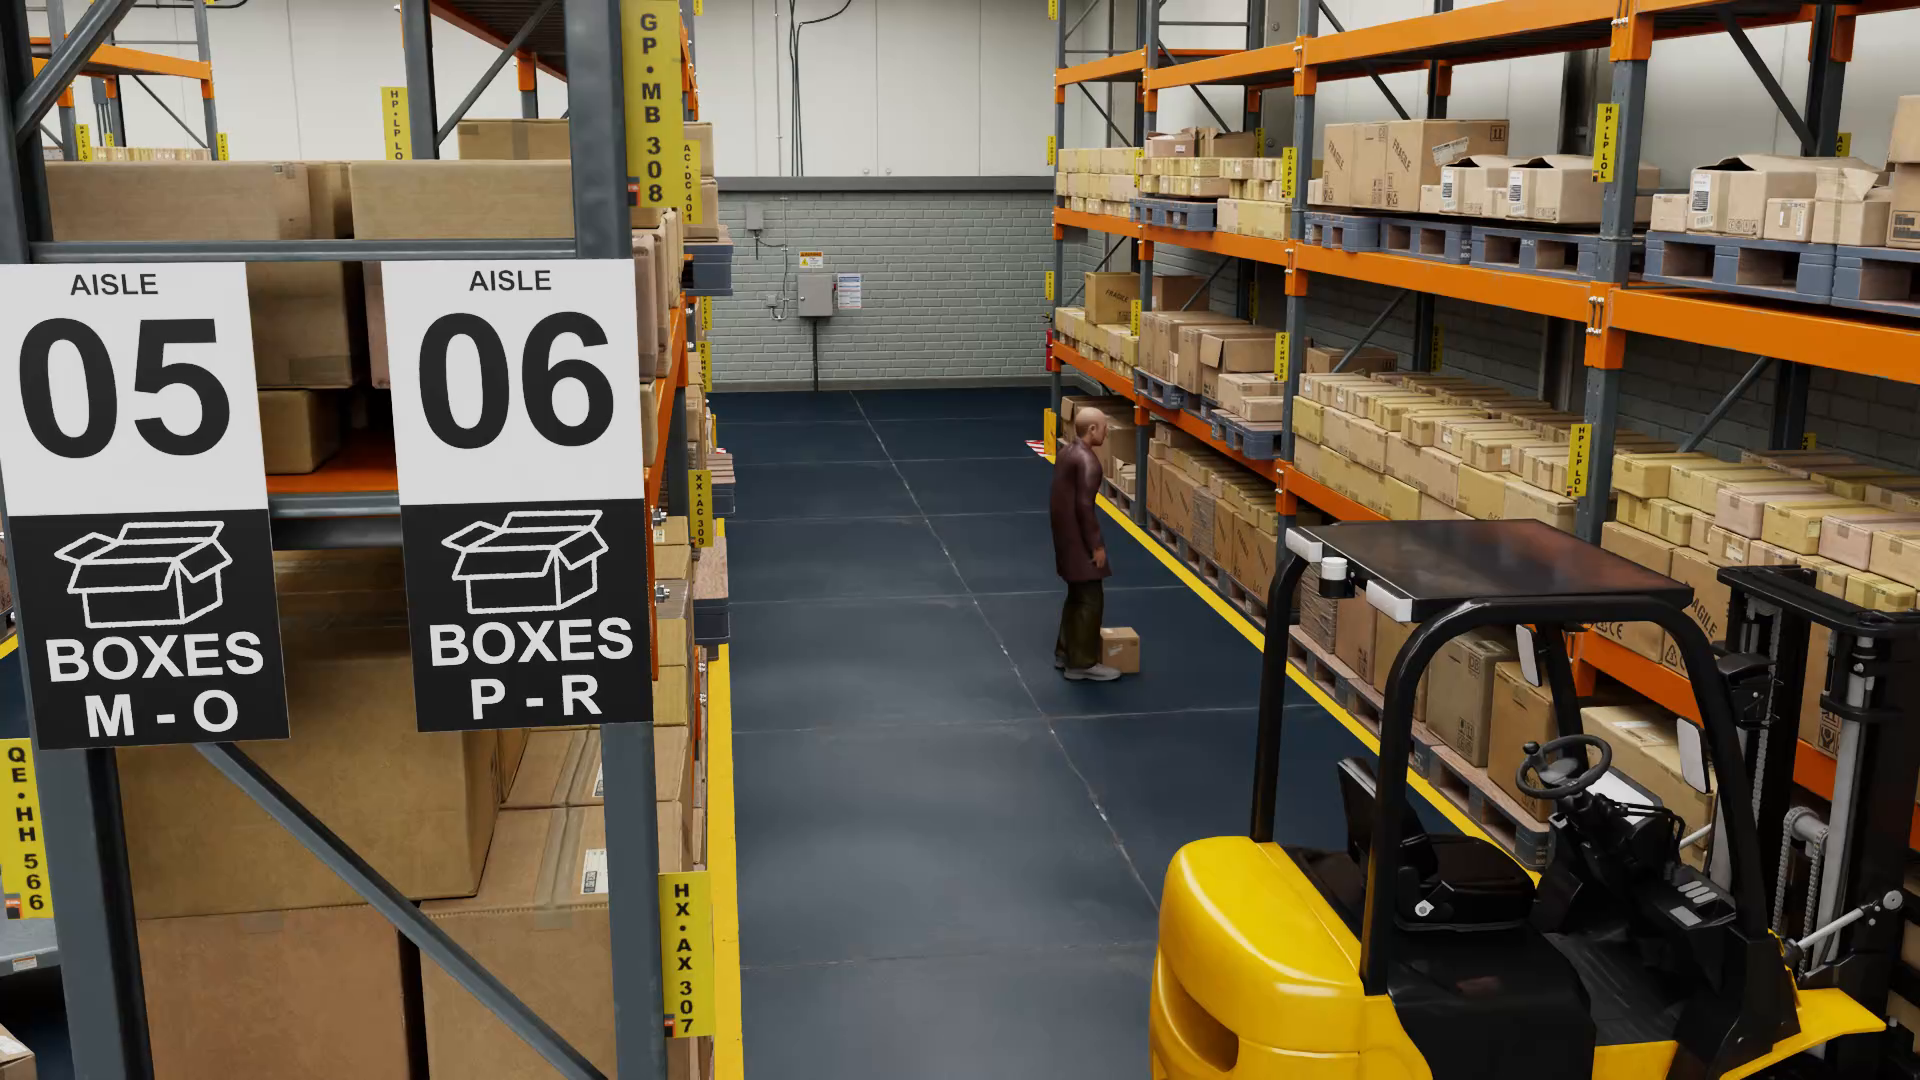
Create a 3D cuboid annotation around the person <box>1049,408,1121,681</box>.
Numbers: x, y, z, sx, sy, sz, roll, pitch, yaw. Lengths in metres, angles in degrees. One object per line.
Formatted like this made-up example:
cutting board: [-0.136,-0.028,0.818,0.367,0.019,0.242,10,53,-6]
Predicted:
person: [0.809,0.011,10.969,0.427,1.773,0.631,-2,13,-10]
